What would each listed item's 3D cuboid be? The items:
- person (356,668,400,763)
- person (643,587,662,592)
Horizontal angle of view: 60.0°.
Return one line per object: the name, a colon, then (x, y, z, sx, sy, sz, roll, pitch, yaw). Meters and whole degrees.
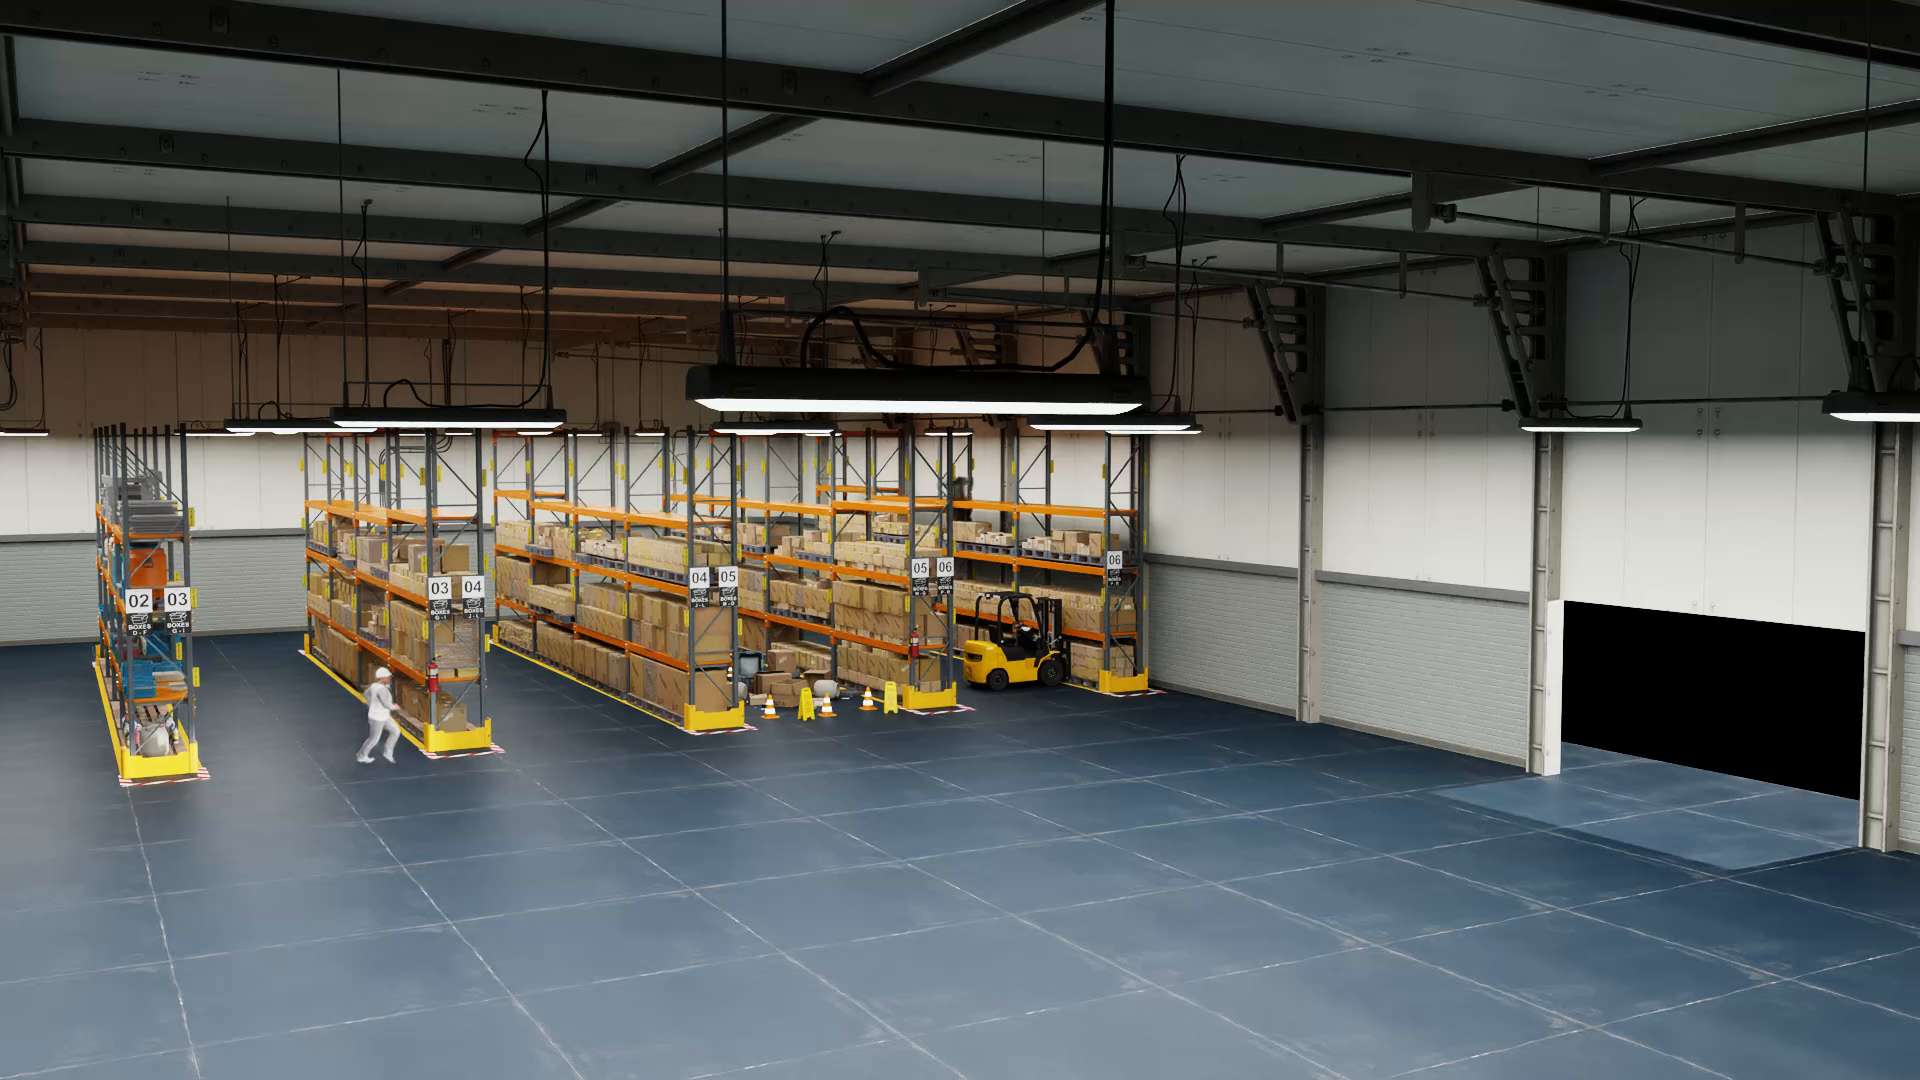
person: (-10.182, 3.109, 29.052, 0.750, 1.773, 0.706, -1, 4, -15)
person: (-9.104, 1.763, 50.373, 1.071, 1.749, 0.645, -2, 4, -25)
